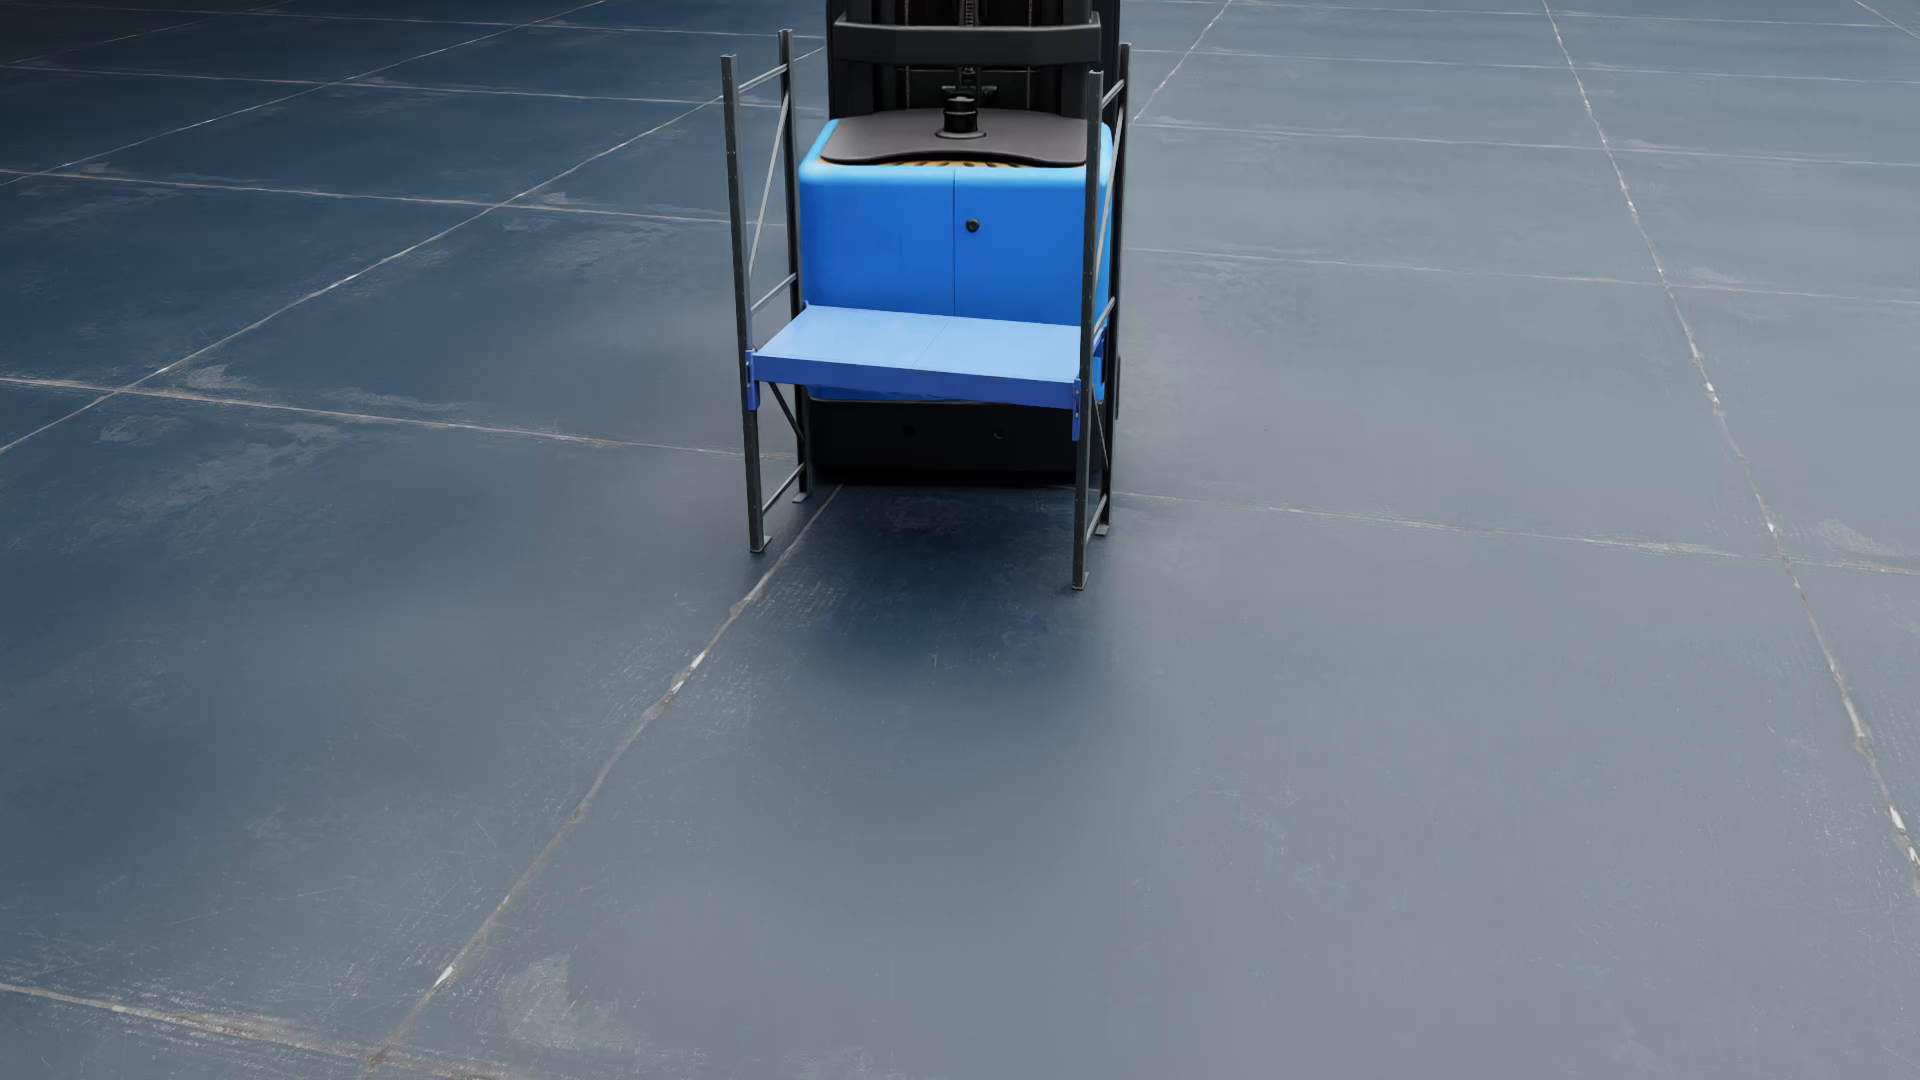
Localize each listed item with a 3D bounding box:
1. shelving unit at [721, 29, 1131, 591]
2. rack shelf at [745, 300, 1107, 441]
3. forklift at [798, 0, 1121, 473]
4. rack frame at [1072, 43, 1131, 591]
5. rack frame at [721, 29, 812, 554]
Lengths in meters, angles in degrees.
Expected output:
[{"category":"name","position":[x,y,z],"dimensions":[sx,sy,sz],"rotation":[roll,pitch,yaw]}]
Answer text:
[{"category":"shelving unit","position":[-0.083,-0.686,4.947],"dimensions":[1.048,1.500,0.538],"rotation":[6,26,13]},{"category":"rack shelf","position":[-0.083,-0.524,5.024],"dimensions":[1.000,0.185,0.538],"rotation":[6,26,13]},{"category":"forklift","position":[0.061,-2.142,6.340],"dimensions":[1.130,2.935,3.031],"rotation":[1,25,3]},{"category":"rack frame","position":[0.410,-0.632,4.832],"dimensions":[0.032,1.500,0.500],"rotation":[6,26,13]},{"category":"rack frame","position":[-0.575,-0.741,5.061],"dimensions":[0.032,1.500,0.500],"rotation":[6,26,13]}]
